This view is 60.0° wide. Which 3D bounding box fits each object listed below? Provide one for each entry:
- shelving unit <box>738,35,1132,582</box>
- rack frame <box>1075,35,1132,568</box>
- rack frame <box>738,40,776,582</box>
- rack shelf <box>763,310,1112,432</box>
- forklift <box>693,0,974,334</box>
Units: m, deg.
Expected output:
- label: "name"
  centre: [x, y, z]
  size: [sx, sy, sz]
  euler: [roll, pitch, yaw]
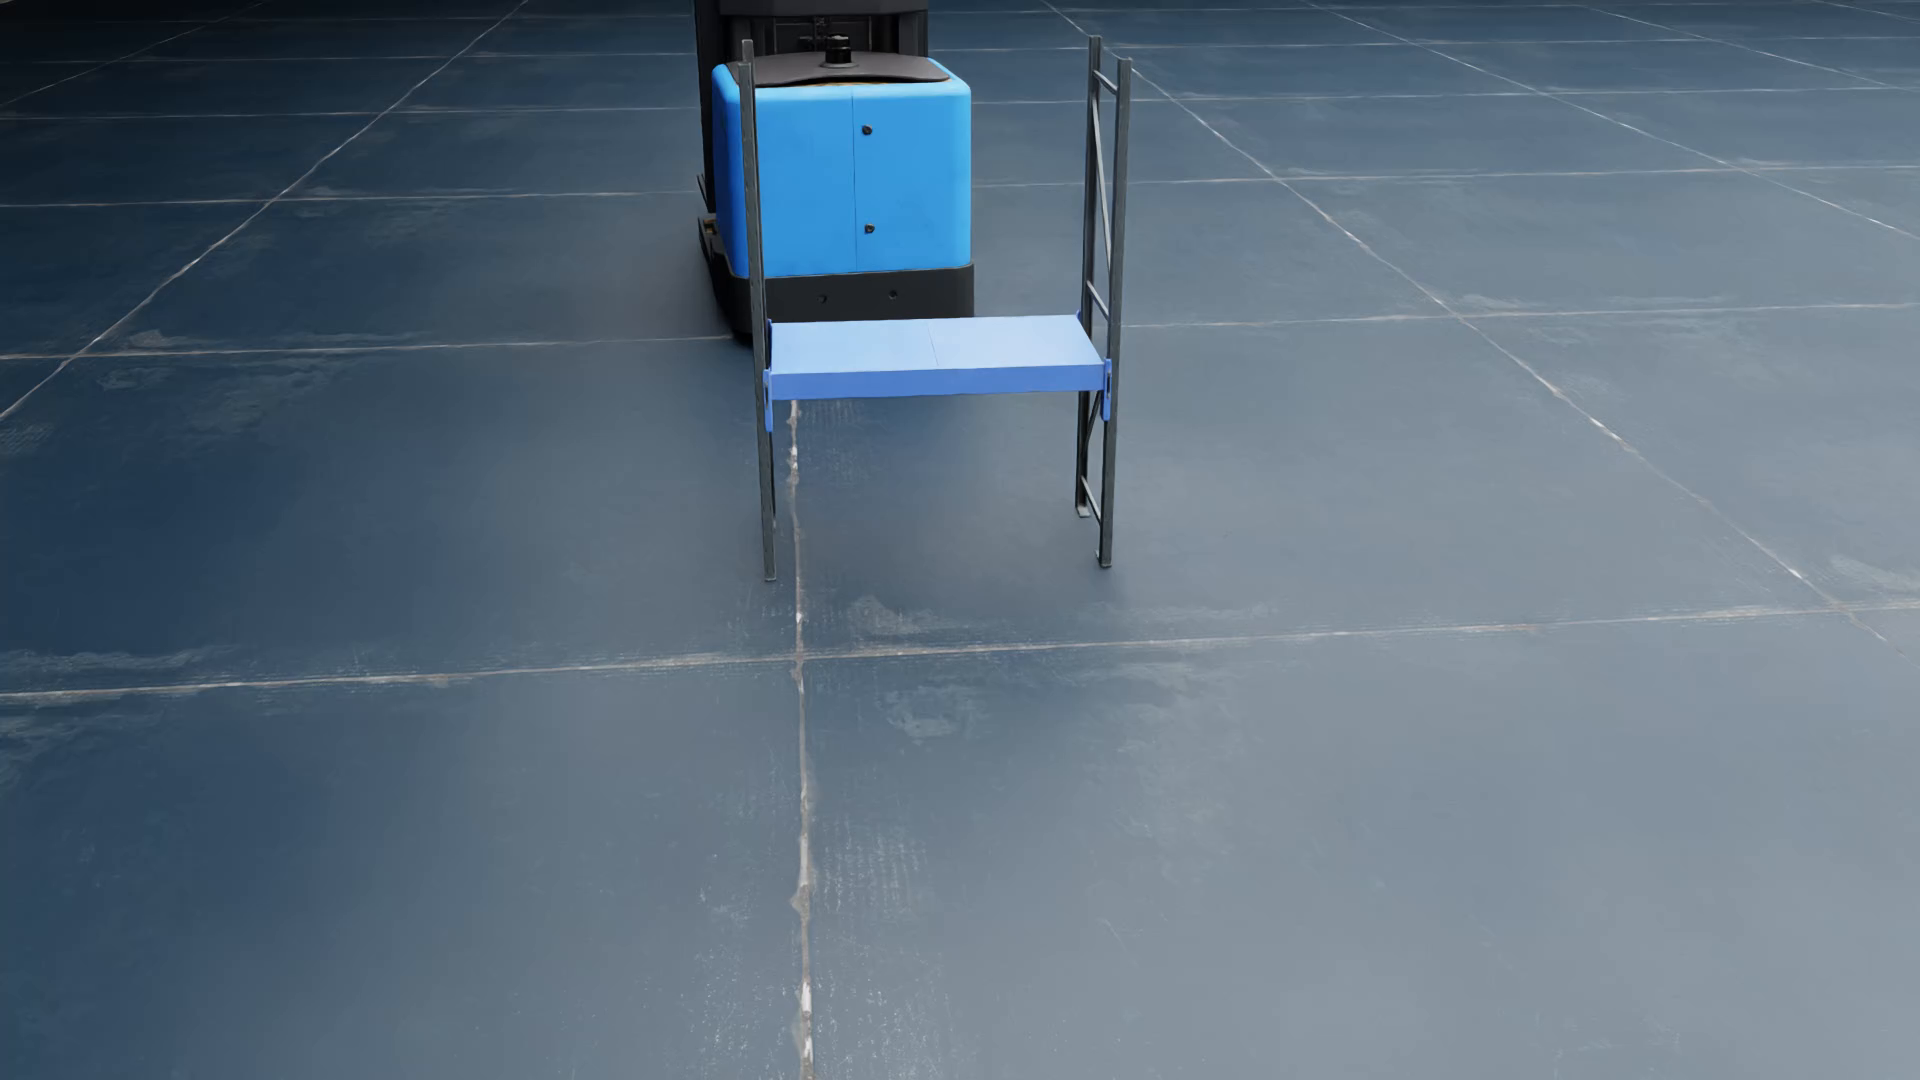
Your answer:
- label: "shelving unit"
  centre: [-0.085, -0.682, 4.938]
  size: [1.048, 1.500, 0.538]
  euler: [-2, 24, -5]
- label: "rack frame"
  centre: [0.421, -0.702, 4.983]
  size: [0.032, 1.500, 0.500]
  euler: [-2, 24, -5]
- label: "rack frame"
  centre: [-0.591, -0.662, 4.892]
  size: [0.032, 1.500, 0.500]
  euler: [-2, 24, -5]
- label: "rack shelf"
  centre: [-0.085, -0.518, 5.011]
  size: [1.000, 0.185, 0.538]
  euler: [-2, 24, -5]
- label: "forklift"
  centre: [-0.743, -2.783, 7.902]
  size: [1.130, 2.935, 3.031]
  euler: [-5, 24, -11]
